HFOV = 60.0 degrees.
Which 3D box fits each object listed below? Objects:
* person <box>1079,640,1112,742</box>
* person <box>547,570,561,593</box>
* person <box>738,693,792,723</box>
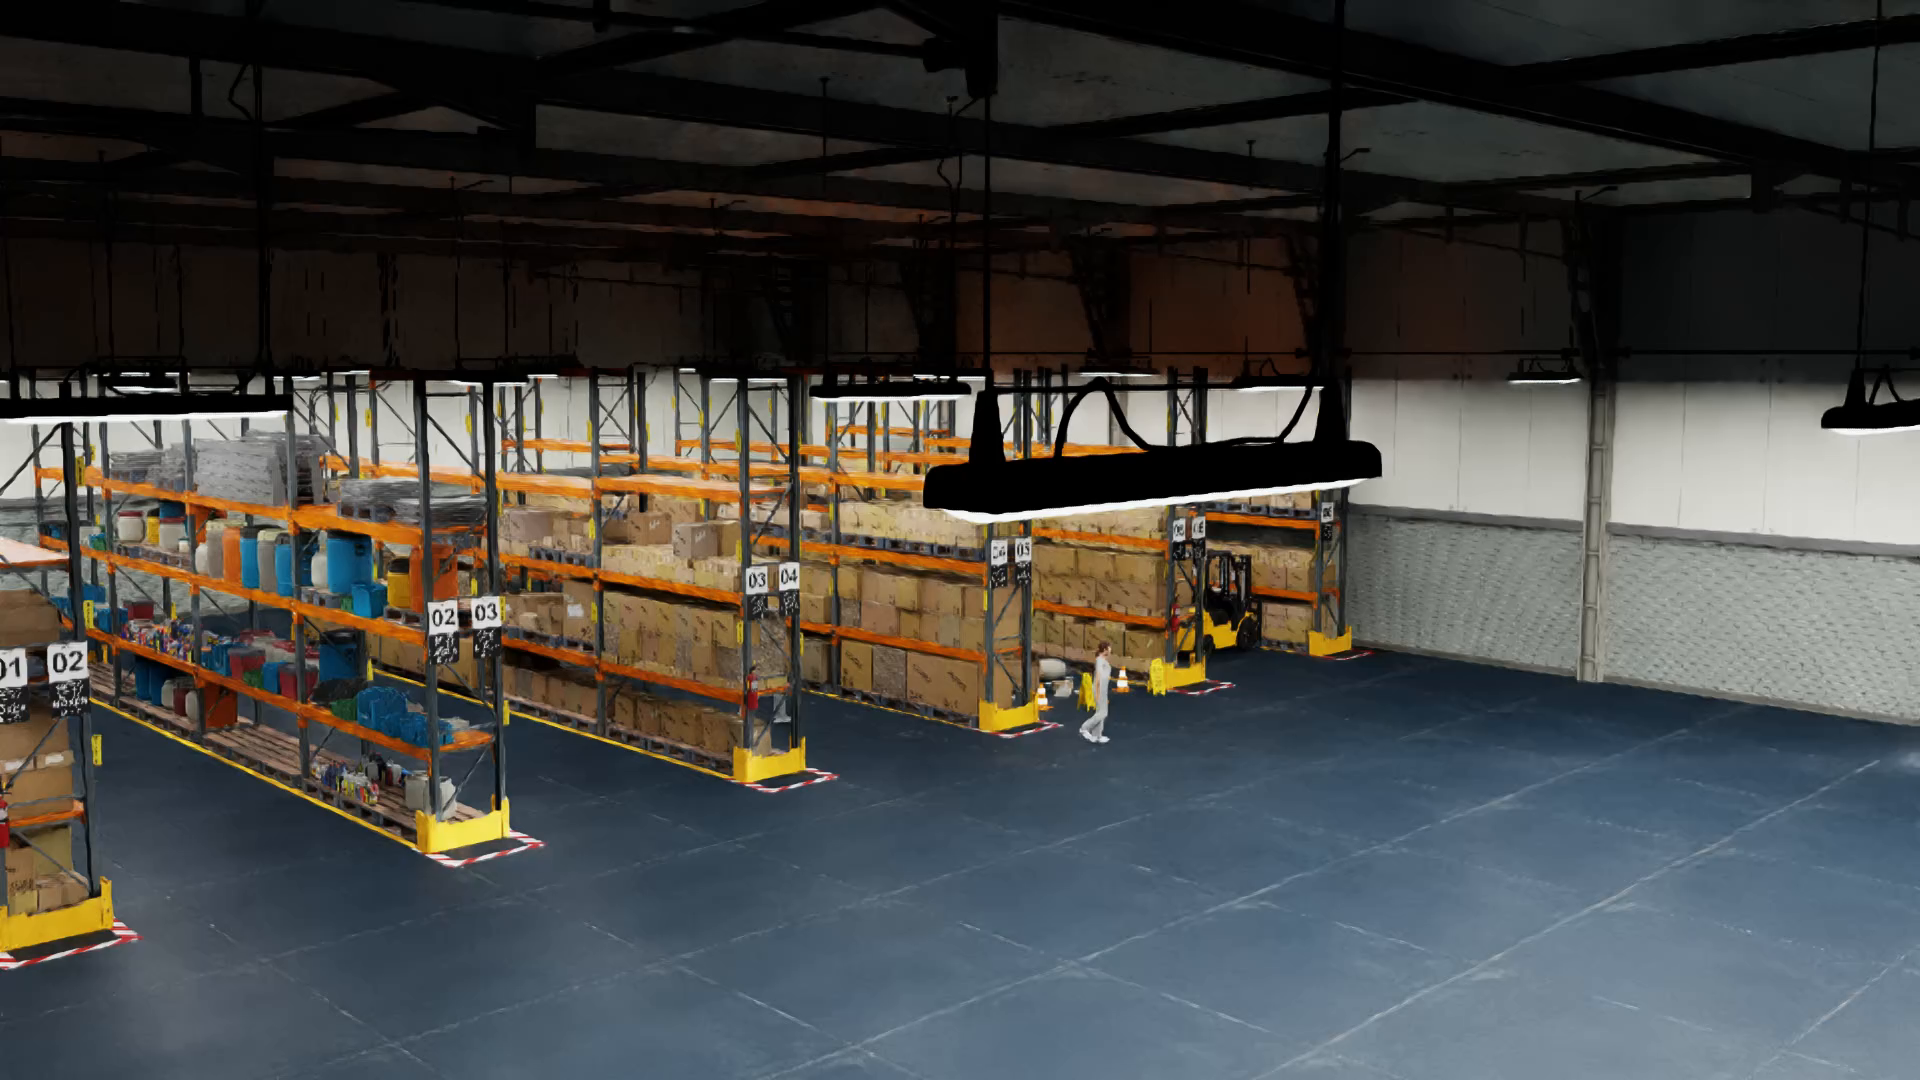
[{"bbox_3d":[2.208,2.460,27.055,0.518,1.664,0.513,1,7,9],"label":"person"},{"bbox_3d":[-8.560,1.486,34.977,0.642,1.771,0.691,-3,7,-24],"label":"person"},{"bbox_3d":[-3.356,2.281,28.280,0.905,1.712,0.735,4,7,29],"label":"person"}]
